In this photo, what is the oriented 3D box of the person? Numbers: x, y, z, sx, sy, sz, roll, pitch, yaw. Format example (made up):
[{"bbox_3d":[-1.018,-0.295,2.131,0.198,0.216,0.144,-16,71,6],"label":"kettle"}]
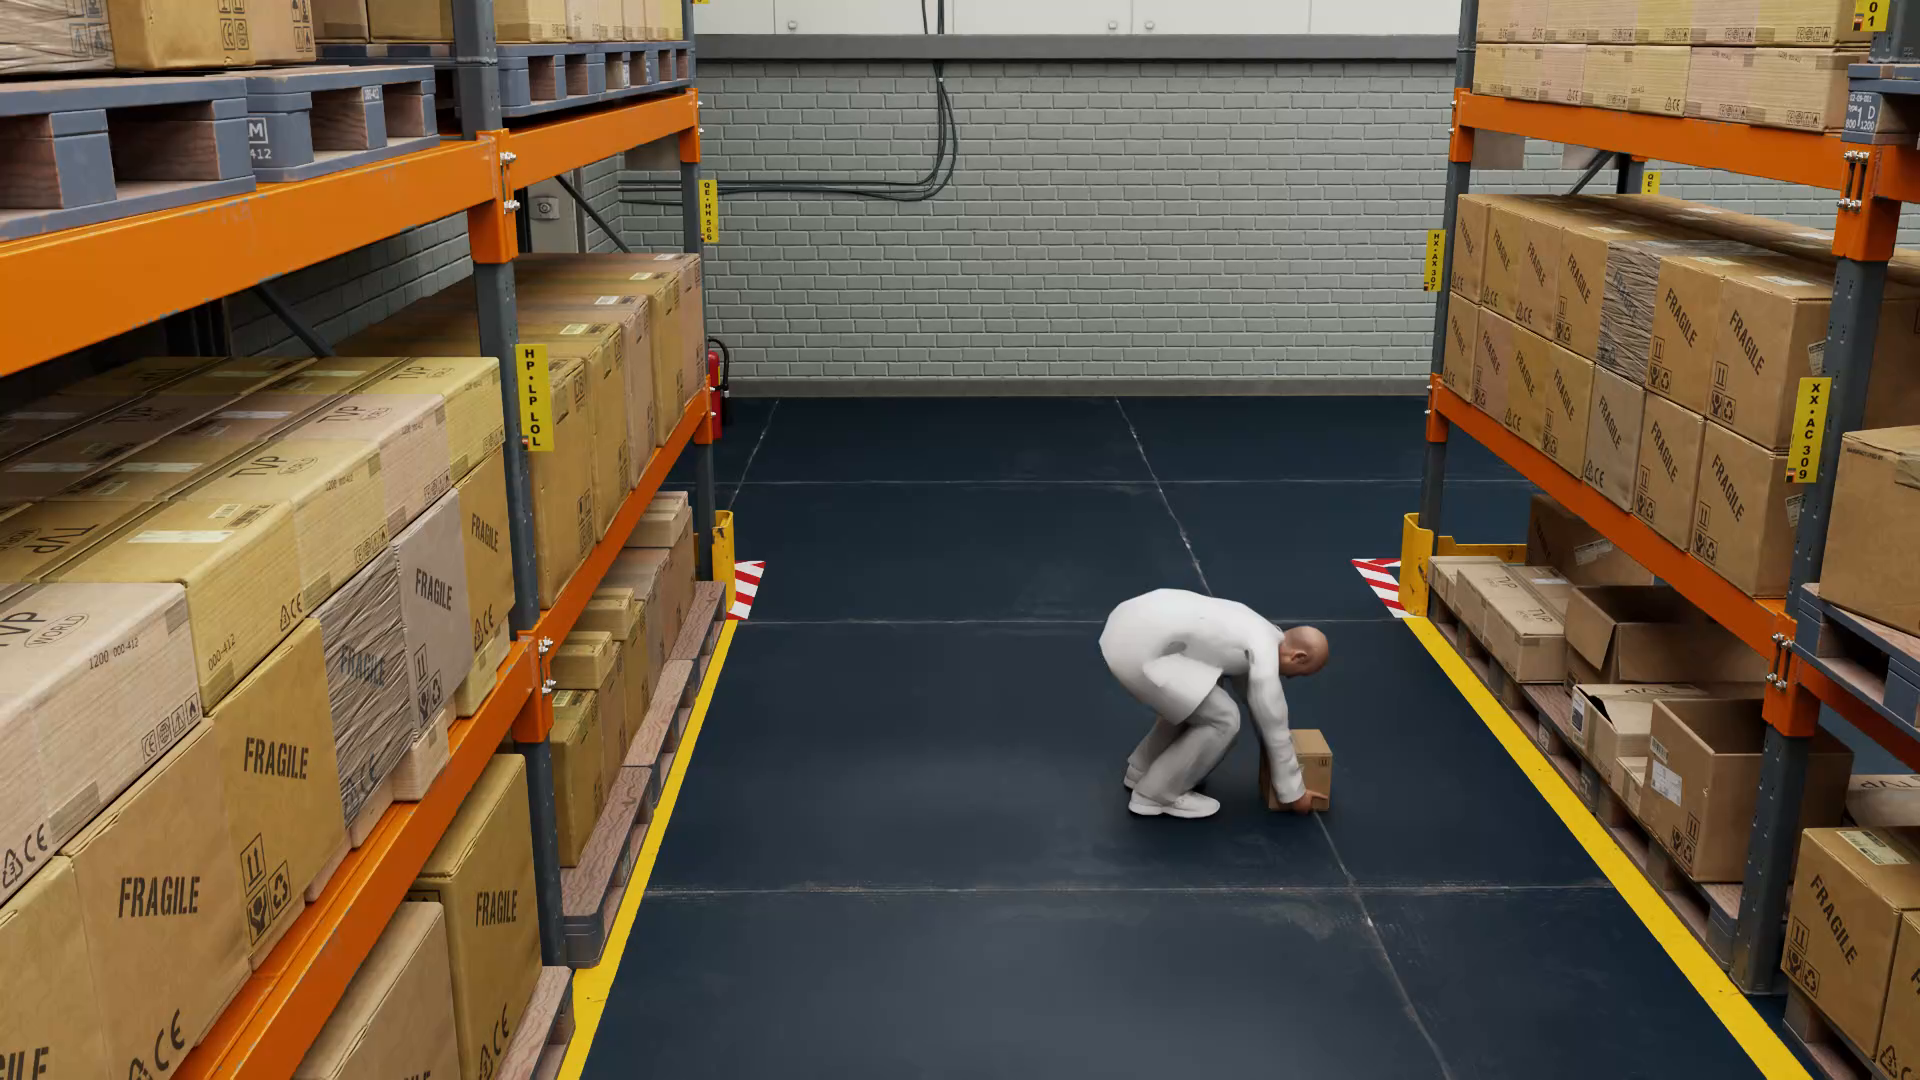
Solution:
[{"bbox_3d":[1.049,0.656,6.891,0.954,0.933,0.595,-1,17,-3],"label":"person"}]
